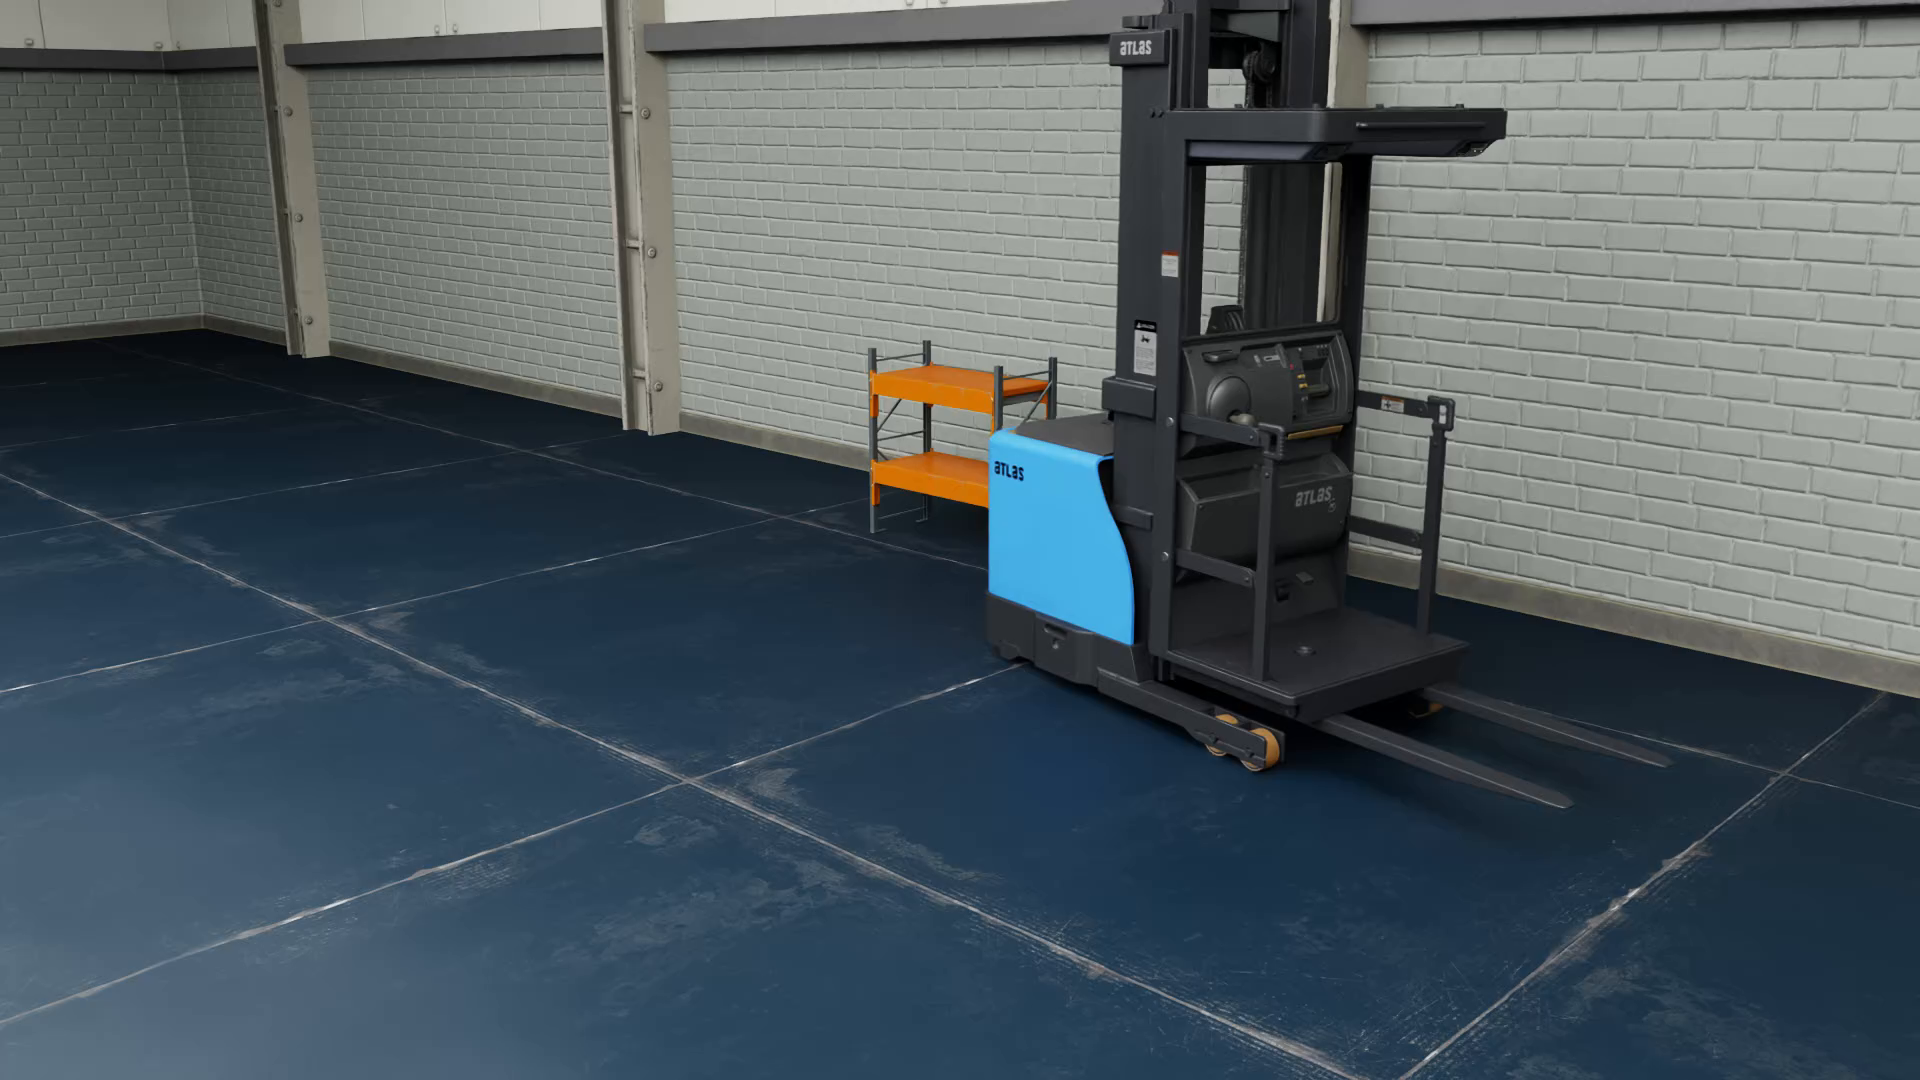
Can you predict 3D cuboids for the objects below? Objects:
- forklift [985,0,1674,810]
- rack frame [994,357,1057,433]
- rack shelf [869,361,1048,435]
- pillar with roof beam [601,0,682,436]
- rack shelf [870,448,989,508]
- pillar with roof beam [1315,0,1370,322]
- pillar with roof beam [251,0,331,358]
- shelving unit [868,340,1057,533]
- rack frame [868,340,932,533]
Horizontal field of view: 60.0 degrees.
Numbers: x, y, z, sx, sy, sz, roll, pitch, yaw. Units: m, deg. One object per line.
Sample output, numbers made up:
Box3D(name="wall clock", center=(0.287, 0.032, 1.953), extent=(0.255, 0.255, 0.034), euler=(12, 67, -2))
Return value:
Box3D(name="forklift", center=(1.398, -0.657, 6.641), extent=(1.130, 2.935, 3.031), euler=(-11, 18, -35))
Box3D(name="rack frame", center=(0.371, -0.454, 9.444), extent=(0.032, 1.125, 0.500), euler=(14, 20, 42))
Box3D(name="rack shelf", center=(0.005, -0.826, 9.712), extent=(1.000, 0.278, 0.538), euler=(14, 20, 42))
Box3D(name="pillar with roof beam", center=(-5.448, -4.456, 9.188), extent=(0.400, 9.000, 9.100), euler=(14, 20, 42))
Box3D(name="rack shelf", center=(0.005, -0.307, 9.847), extent=(1.000, 0.278, 0.538), euler=(14, 20, 42))
Box3D(name="pillar with roof beam", center=(-1.129, -3.406, 5.158), extent=(0.400, 9.000, 9.100), euler=(14, 20, 42))
Box3D(name="pillar with roof beam", center=(-9.767, -5.506, 13.218), extent=(0.400, 9.000, 9.100), euler=(14, 20, 42))
Box3D(name="shelving unit", center=(0.005, -0.543, 9.786), extent=(1.048, 1.125, 0.538), euler=(14, 20, 42))
Box3D(name="rack frame", center=(-0.361, -0.632, 10.127), extent=(0.032, 1.125, 0.500), euler=(14, 20, 42))
